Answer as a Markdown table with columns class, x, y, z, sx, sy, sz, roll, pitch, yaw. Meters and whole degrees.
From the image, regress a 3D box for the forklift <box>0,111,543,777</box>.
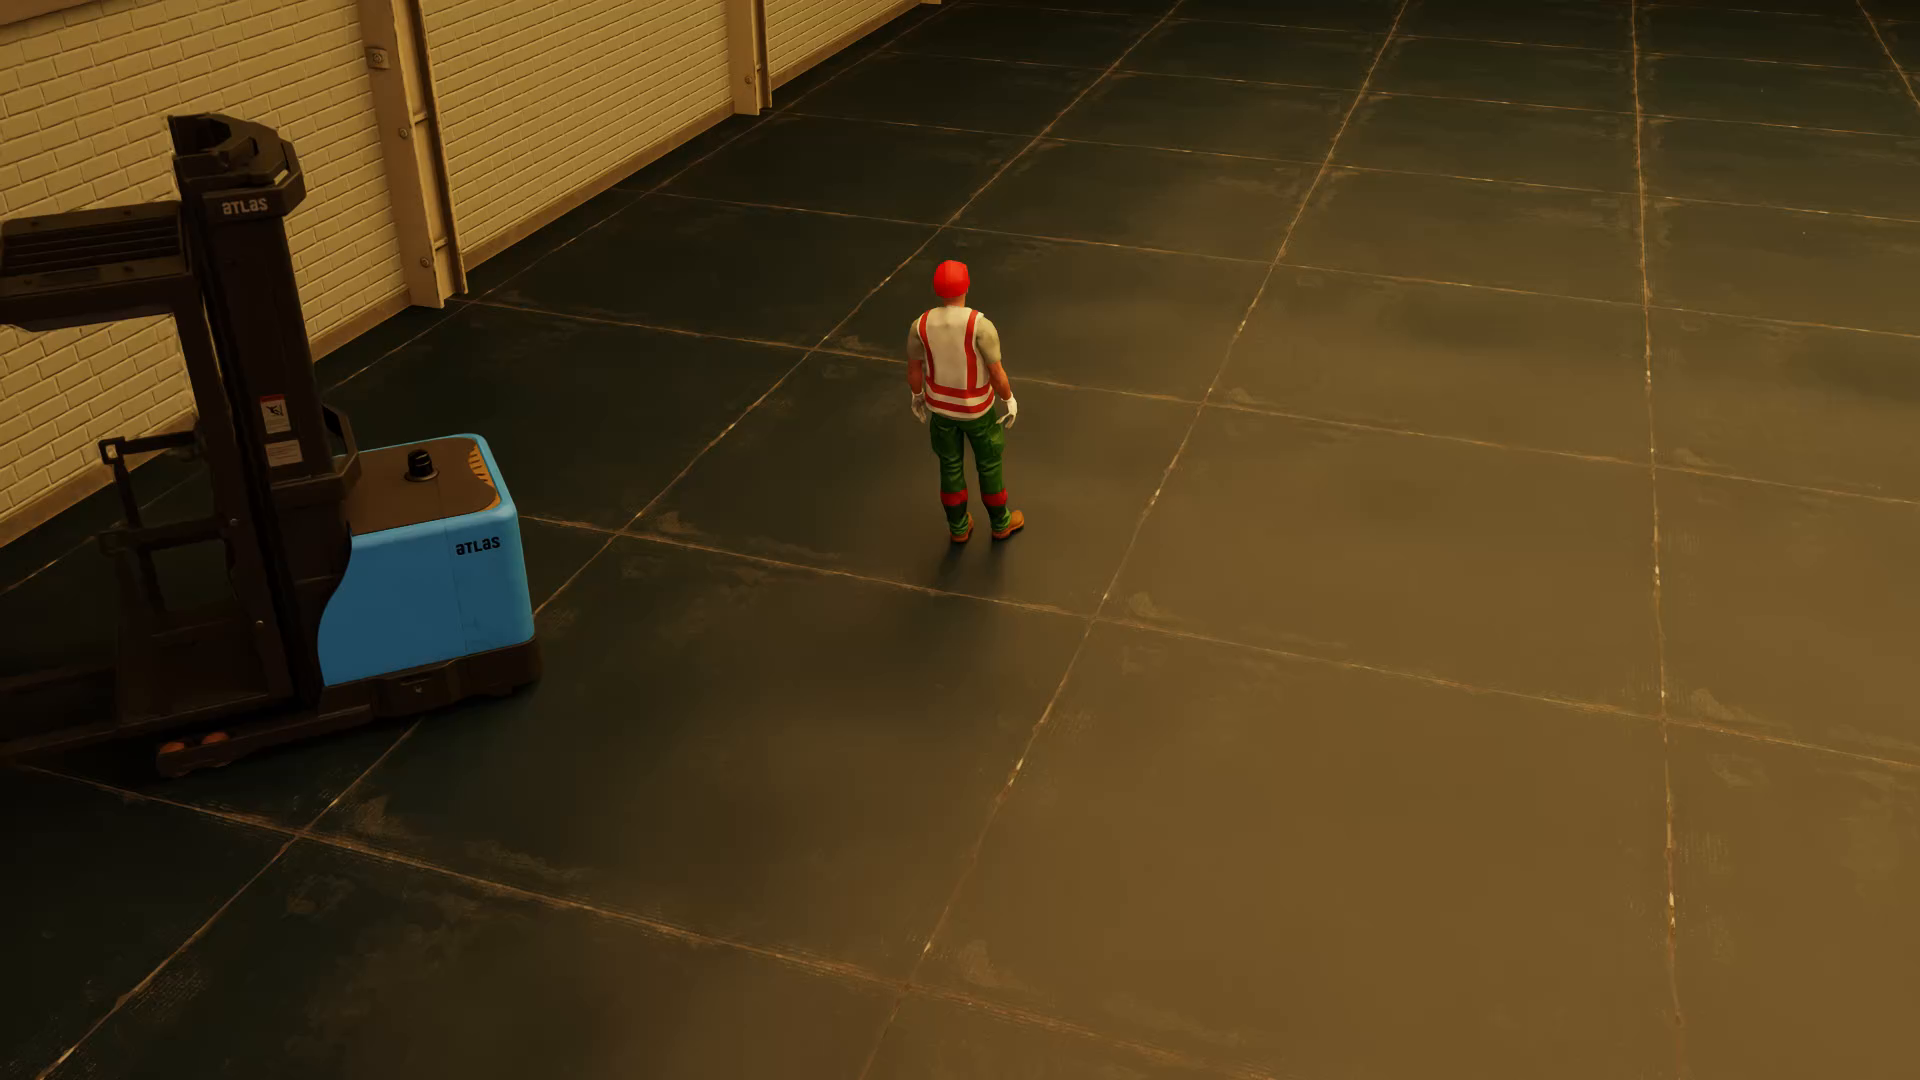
| class | x | y | z | sx | sy | sz | roll | pitch | yaw |
| --- | --- | --- | --- | --- | --- | --- | --- | --- | --- |
| forklift | -3.753 | -0.420 | 7.873 | 3.031 | 2.935 | 1.130 | -12 | 32 | -21 |

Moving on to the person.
| class | x | y | z | sx | sy | sz | roll | pitch | yaw |
| --- | --- | --- | --- | --- | --- | --- | --- | --- | --- |
| person | 0.037 | -0.819 | 9.712 | 0.638 | 1.787 | 0.564 | 10 | 31 | 16 |
